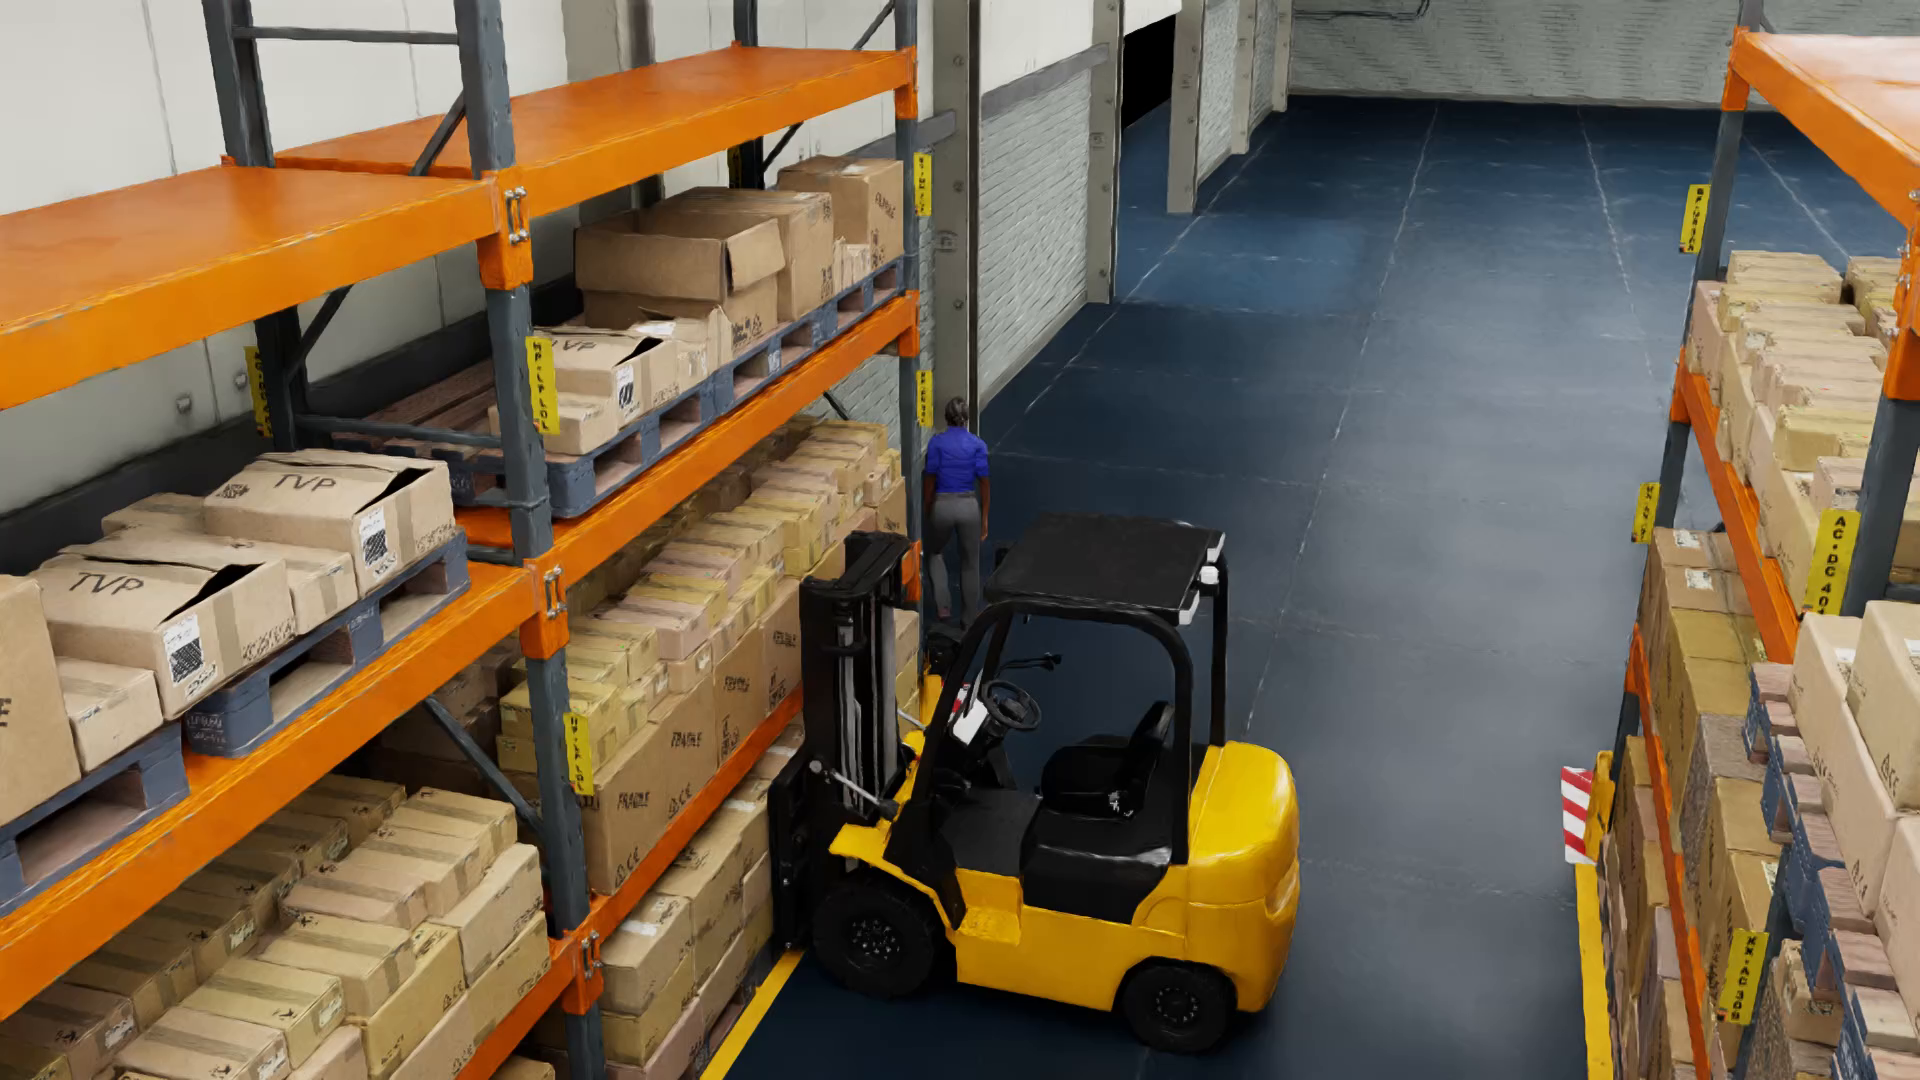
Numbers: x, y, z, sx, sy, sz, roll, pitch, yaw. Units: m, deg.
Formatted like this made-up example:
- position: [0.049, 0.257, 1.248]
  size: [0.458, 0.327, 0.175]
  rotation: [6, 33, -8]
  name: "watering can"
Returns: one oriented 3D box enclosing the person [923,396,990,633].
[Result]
- position: [-0.023, -0.170, 11.500]
  size: [0.463, 1.636, 0.487]
  rotation: [-2, 22, -5]
  name: "person"
